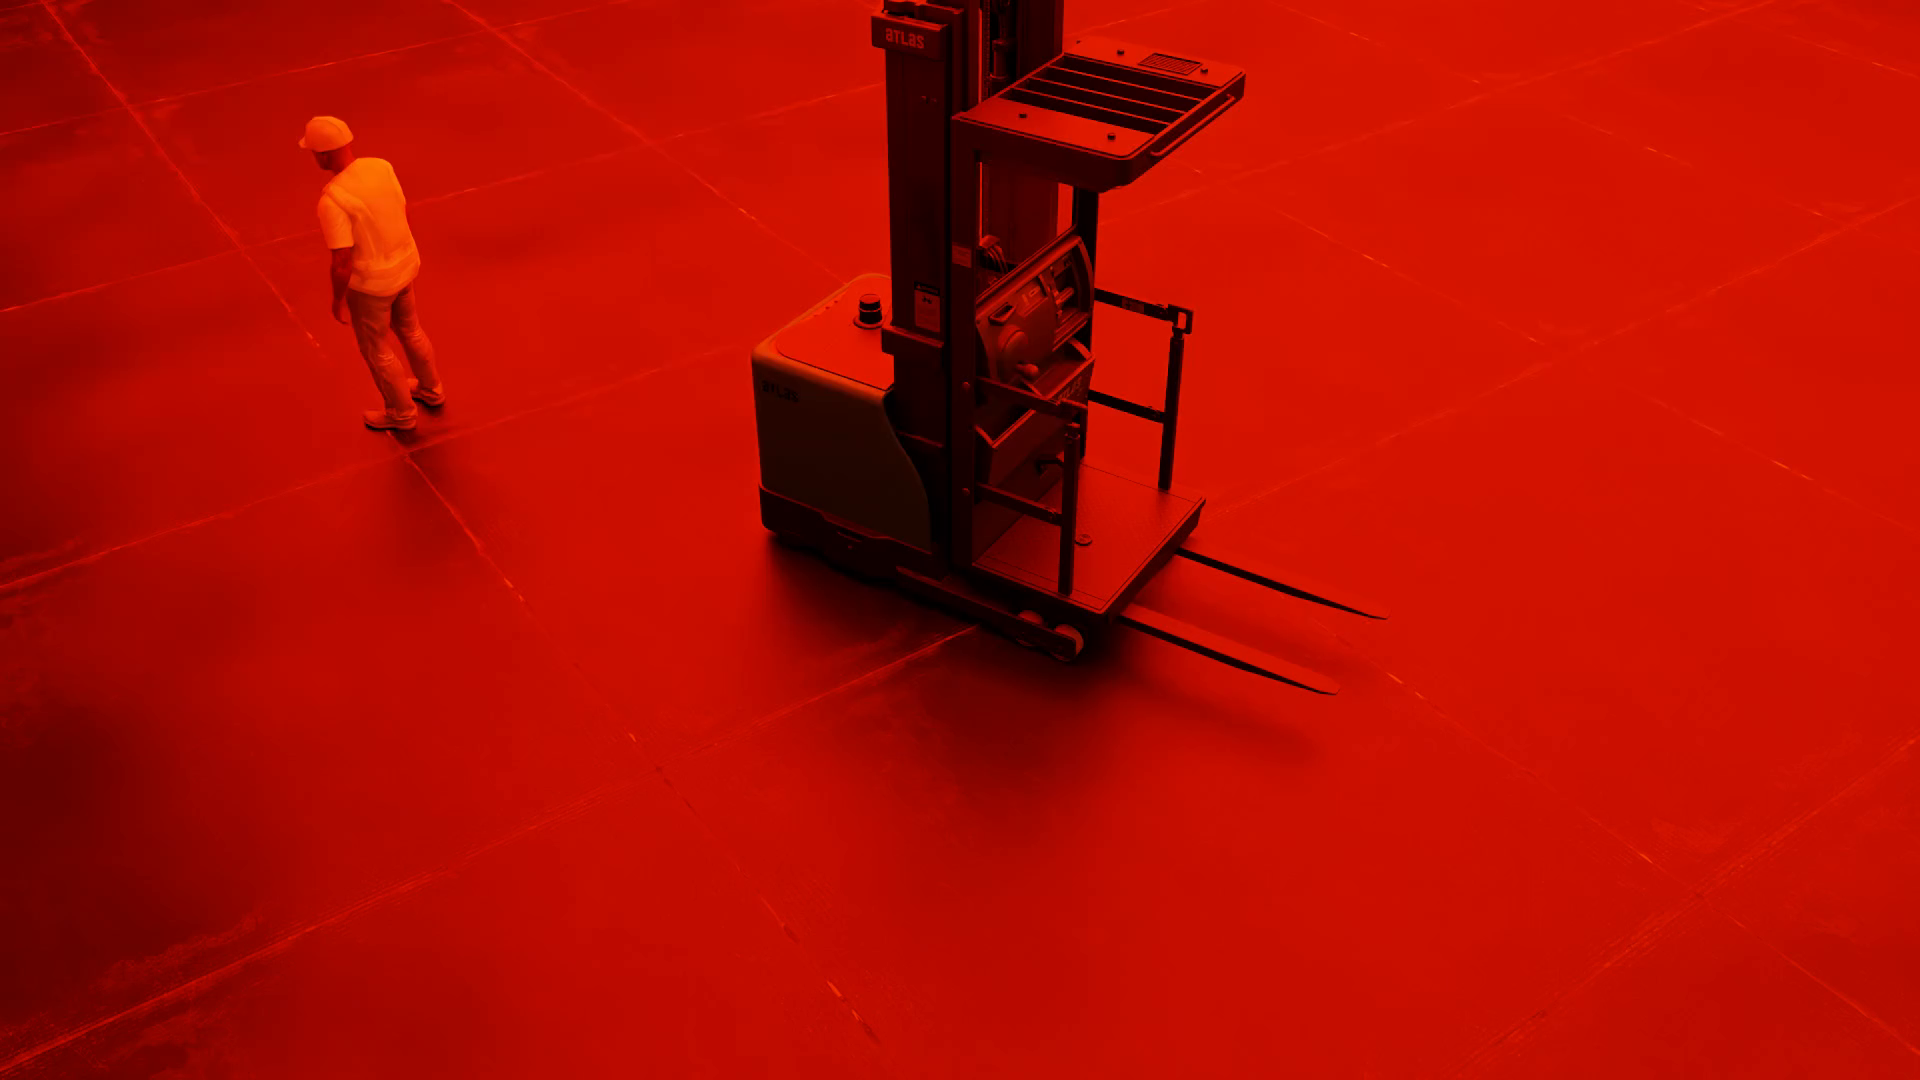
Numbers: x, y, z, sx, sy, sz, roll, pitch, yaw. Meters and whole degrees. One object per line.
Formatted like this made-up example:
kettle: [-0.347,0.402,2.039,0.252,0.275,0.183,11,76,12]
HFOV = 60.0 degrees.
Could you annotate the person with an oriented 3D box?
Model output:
person: [-3.119,-1.412,8.841,0.457,1.761,0.638,13,38,16]

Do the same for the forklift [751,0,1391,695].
forklift: [0.514,-0.985,7.276,3.031,2.935,1.130,21,41,26]
